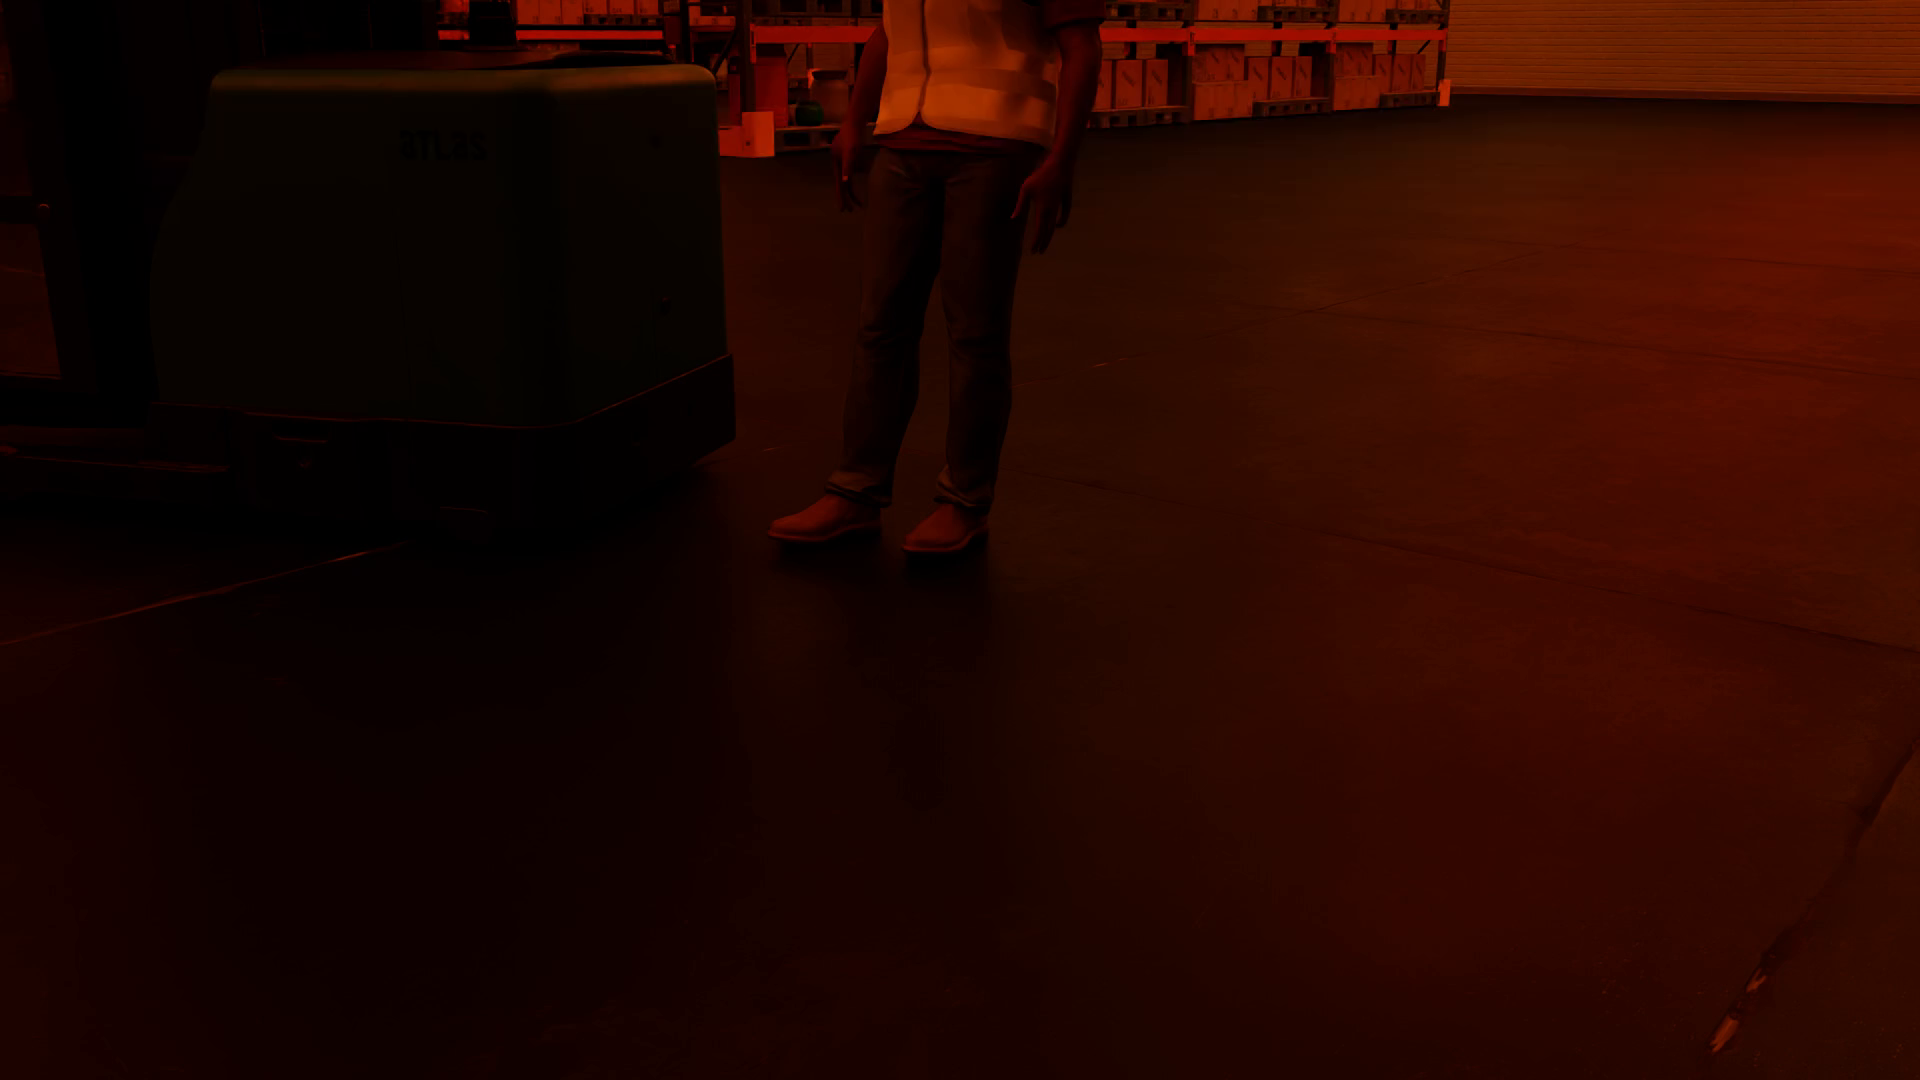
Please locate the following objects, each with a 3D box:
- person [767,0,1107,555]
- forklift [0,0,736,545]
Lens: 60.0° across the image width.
[{"bbox_3d":[-0.049,-0.838,3.636,0.666,1.765,0.577,13,21,37],"label":"person"},{"bbox_3d":[-2.199,-1.615,4.216,3.031,2.935,1.130,5,18,15],"label":"forklift"}]
